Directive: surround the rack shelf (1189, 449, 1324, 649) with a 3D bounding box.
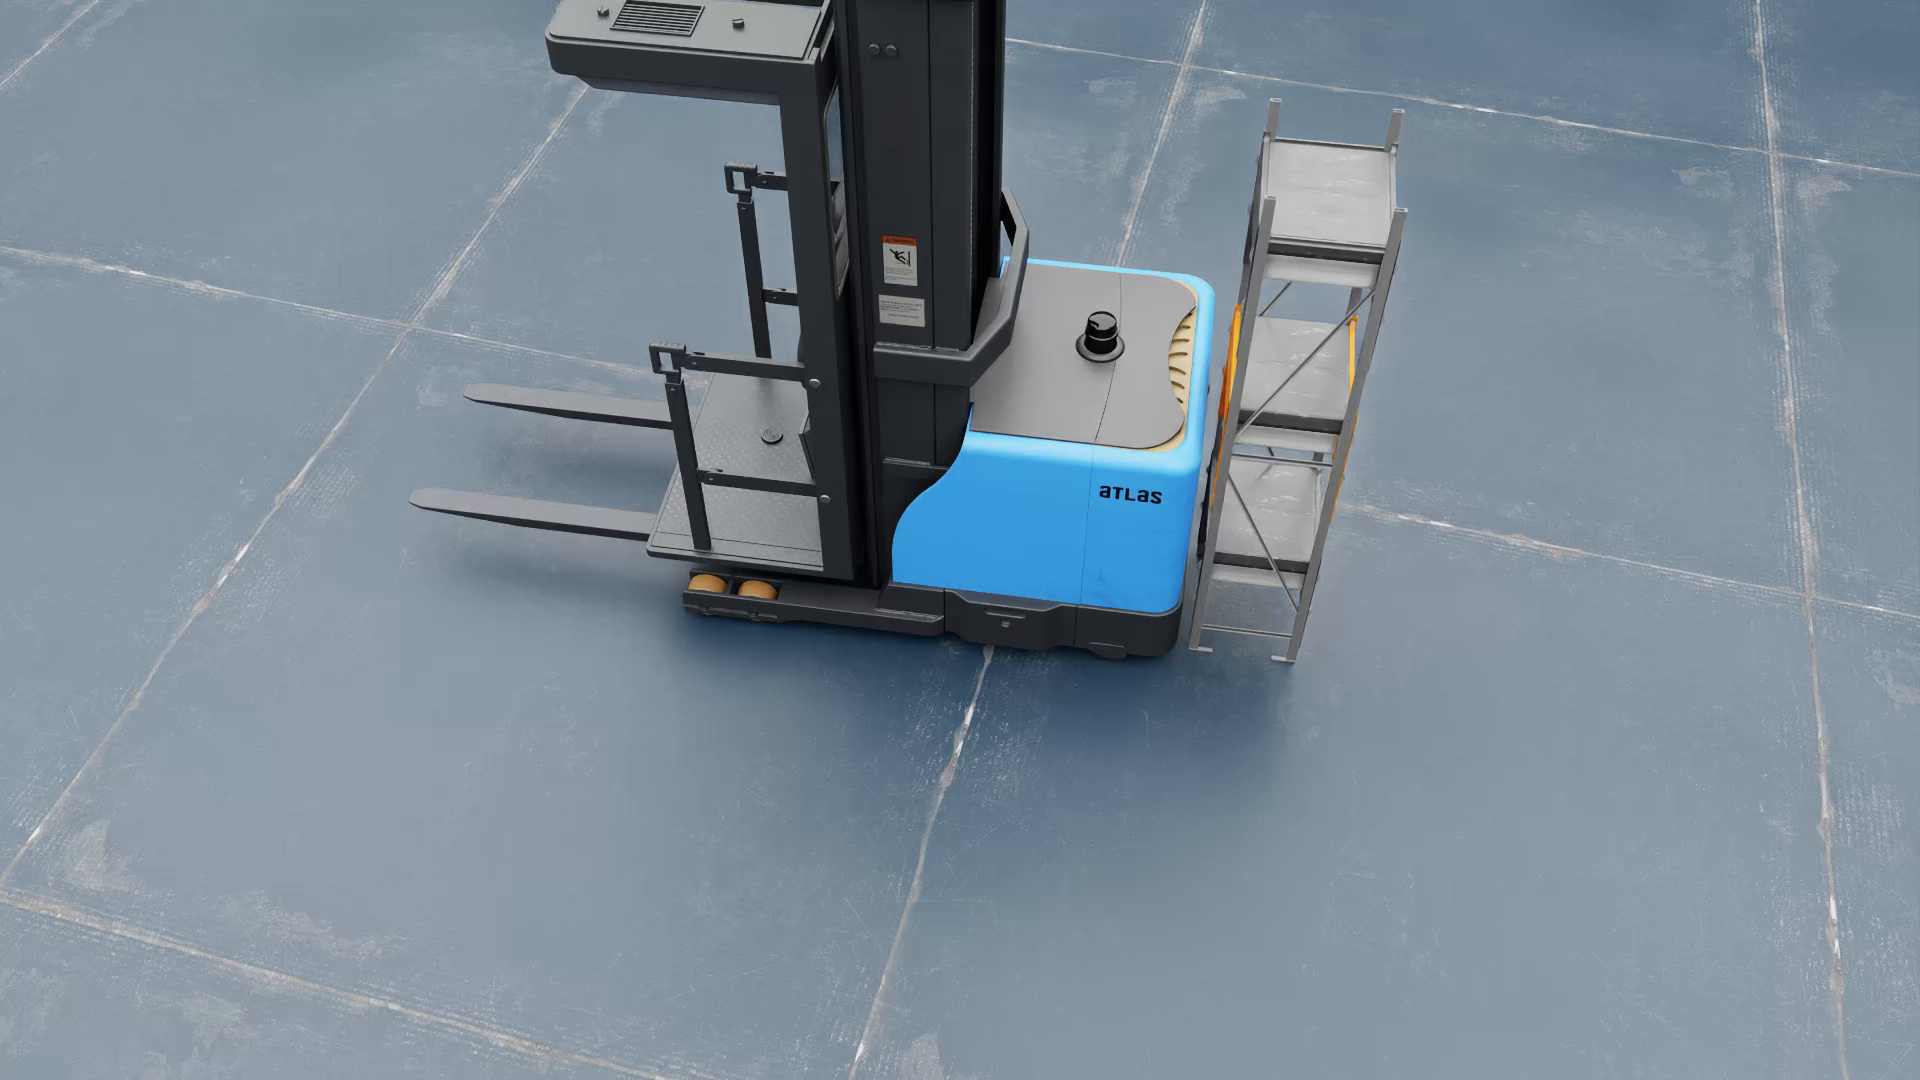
[{"bbox_3d":[1.102,0.033,6.191,0.431,0.518,0.480,7,49,6],"label":"rack shelf"}]

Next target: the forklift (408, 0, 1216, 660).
[{"bbox_3d":[-0.615,-1.043,5.634,3.031,2.935,1.130,7,49,6],"label":"forklift"}]

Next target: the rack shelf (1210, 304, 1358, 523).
[{"bbox_3d":[1.102,-0.430,5.666,0.431,0.518,0.480,7,49,6],"label":"rack shelf"}]

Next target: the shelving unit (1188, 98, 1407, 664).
[{"bbox_3d":[1.102,-0.439,5.656,0.431,2.100,0.503,7,49,6],"label":"shelving unit"}]

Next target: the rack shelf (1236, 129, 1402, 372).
[{"bbox_3d":[1.102,-0.893,5.141,0.431,0.518,0.480,7,49,6],"label":"rack shelf"}]

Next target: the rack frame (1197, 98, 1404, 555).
[{"bbox_3d":[1.140,-0.620,5.815,0.400,2.100,0.015,7,49,6],"label":"rack frame"}]

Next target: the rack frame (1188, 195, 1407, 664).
[{"bbox_3d":[1.064,-0.258,5.496,0.400,2.100,0.015,7,49,6],"label":"rack frame"}]
